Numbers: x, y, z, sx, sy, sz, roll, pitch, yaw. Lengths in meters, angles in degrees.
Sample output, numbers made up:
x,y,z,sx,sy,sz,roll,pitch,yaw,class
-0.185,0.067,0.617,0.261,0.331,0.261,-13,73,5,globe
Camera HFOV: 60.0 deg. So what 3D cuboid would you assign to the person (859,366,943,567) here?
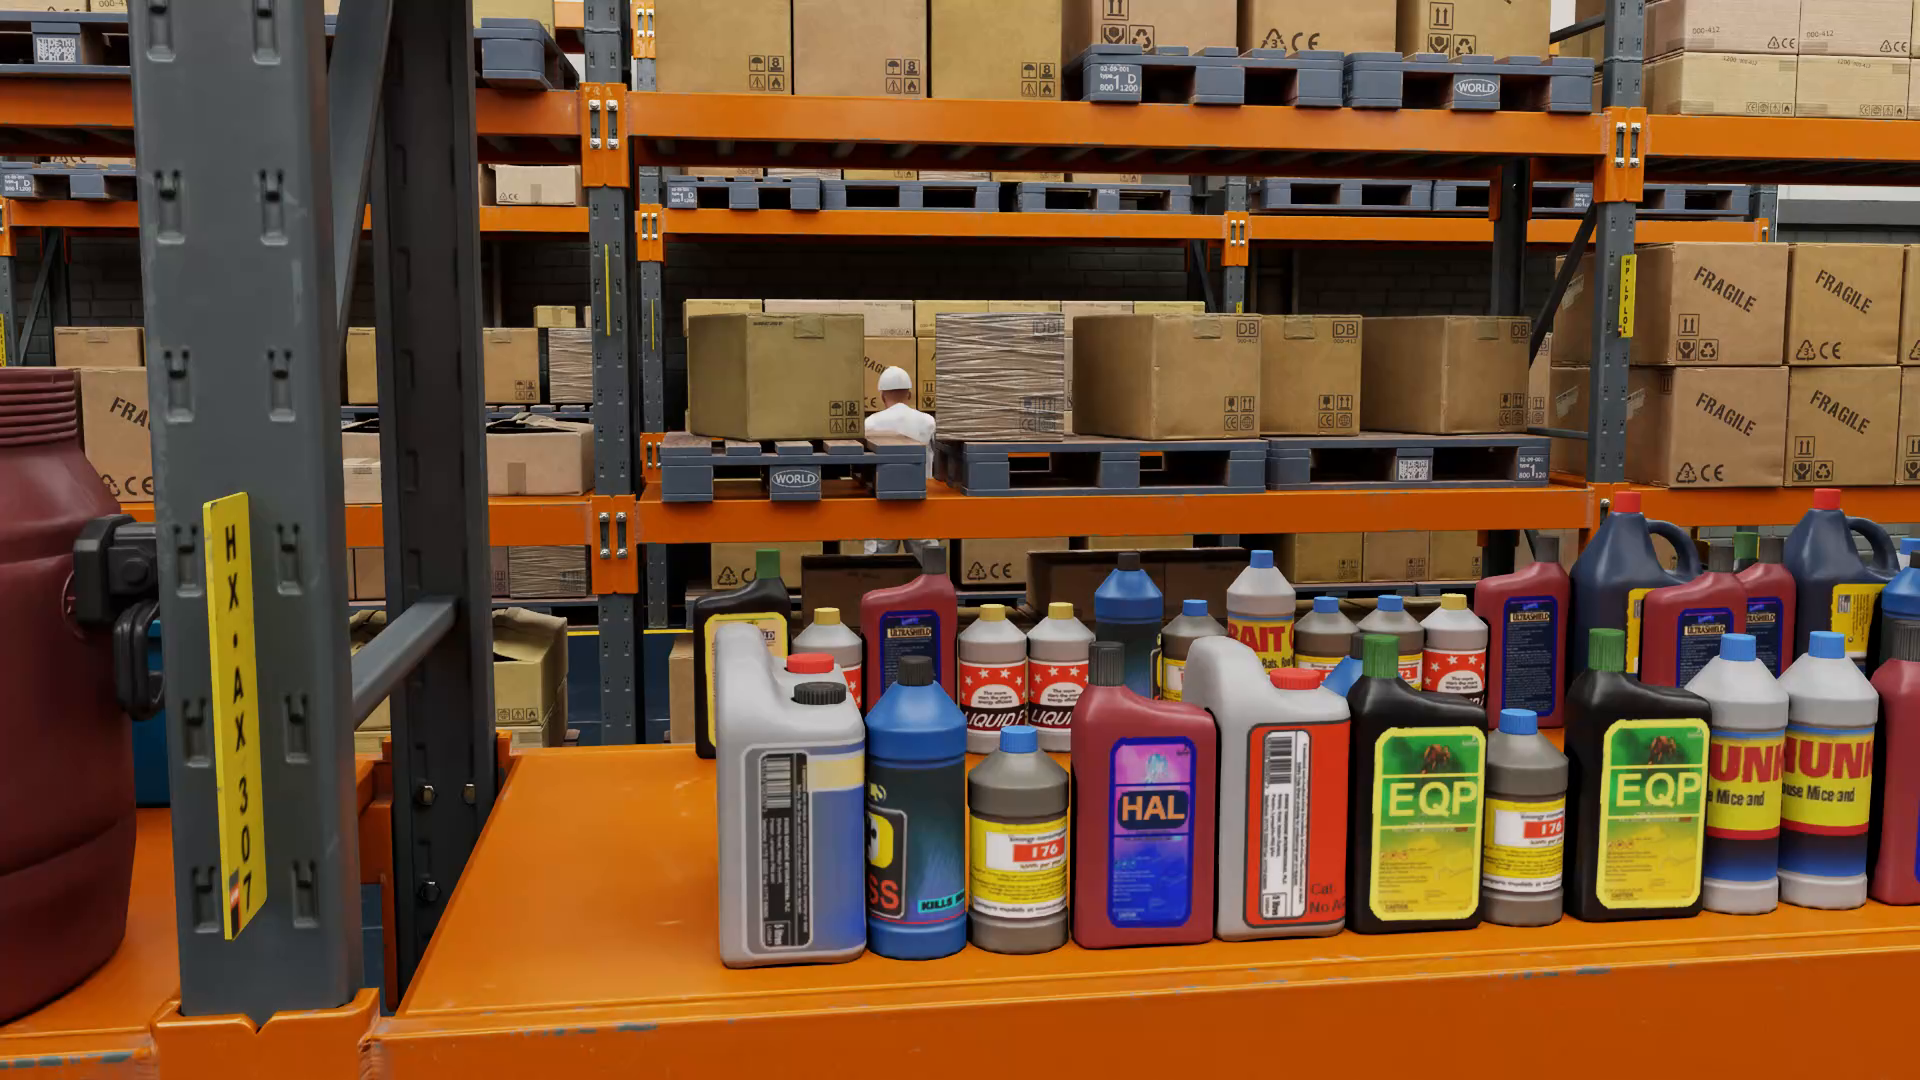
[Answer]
x,y,z,sx,sy,sz,roll,pitch,yaw,class
-0.348,-0.136,9.859,0.598,1.778,0.451,-1,6,-9,person
